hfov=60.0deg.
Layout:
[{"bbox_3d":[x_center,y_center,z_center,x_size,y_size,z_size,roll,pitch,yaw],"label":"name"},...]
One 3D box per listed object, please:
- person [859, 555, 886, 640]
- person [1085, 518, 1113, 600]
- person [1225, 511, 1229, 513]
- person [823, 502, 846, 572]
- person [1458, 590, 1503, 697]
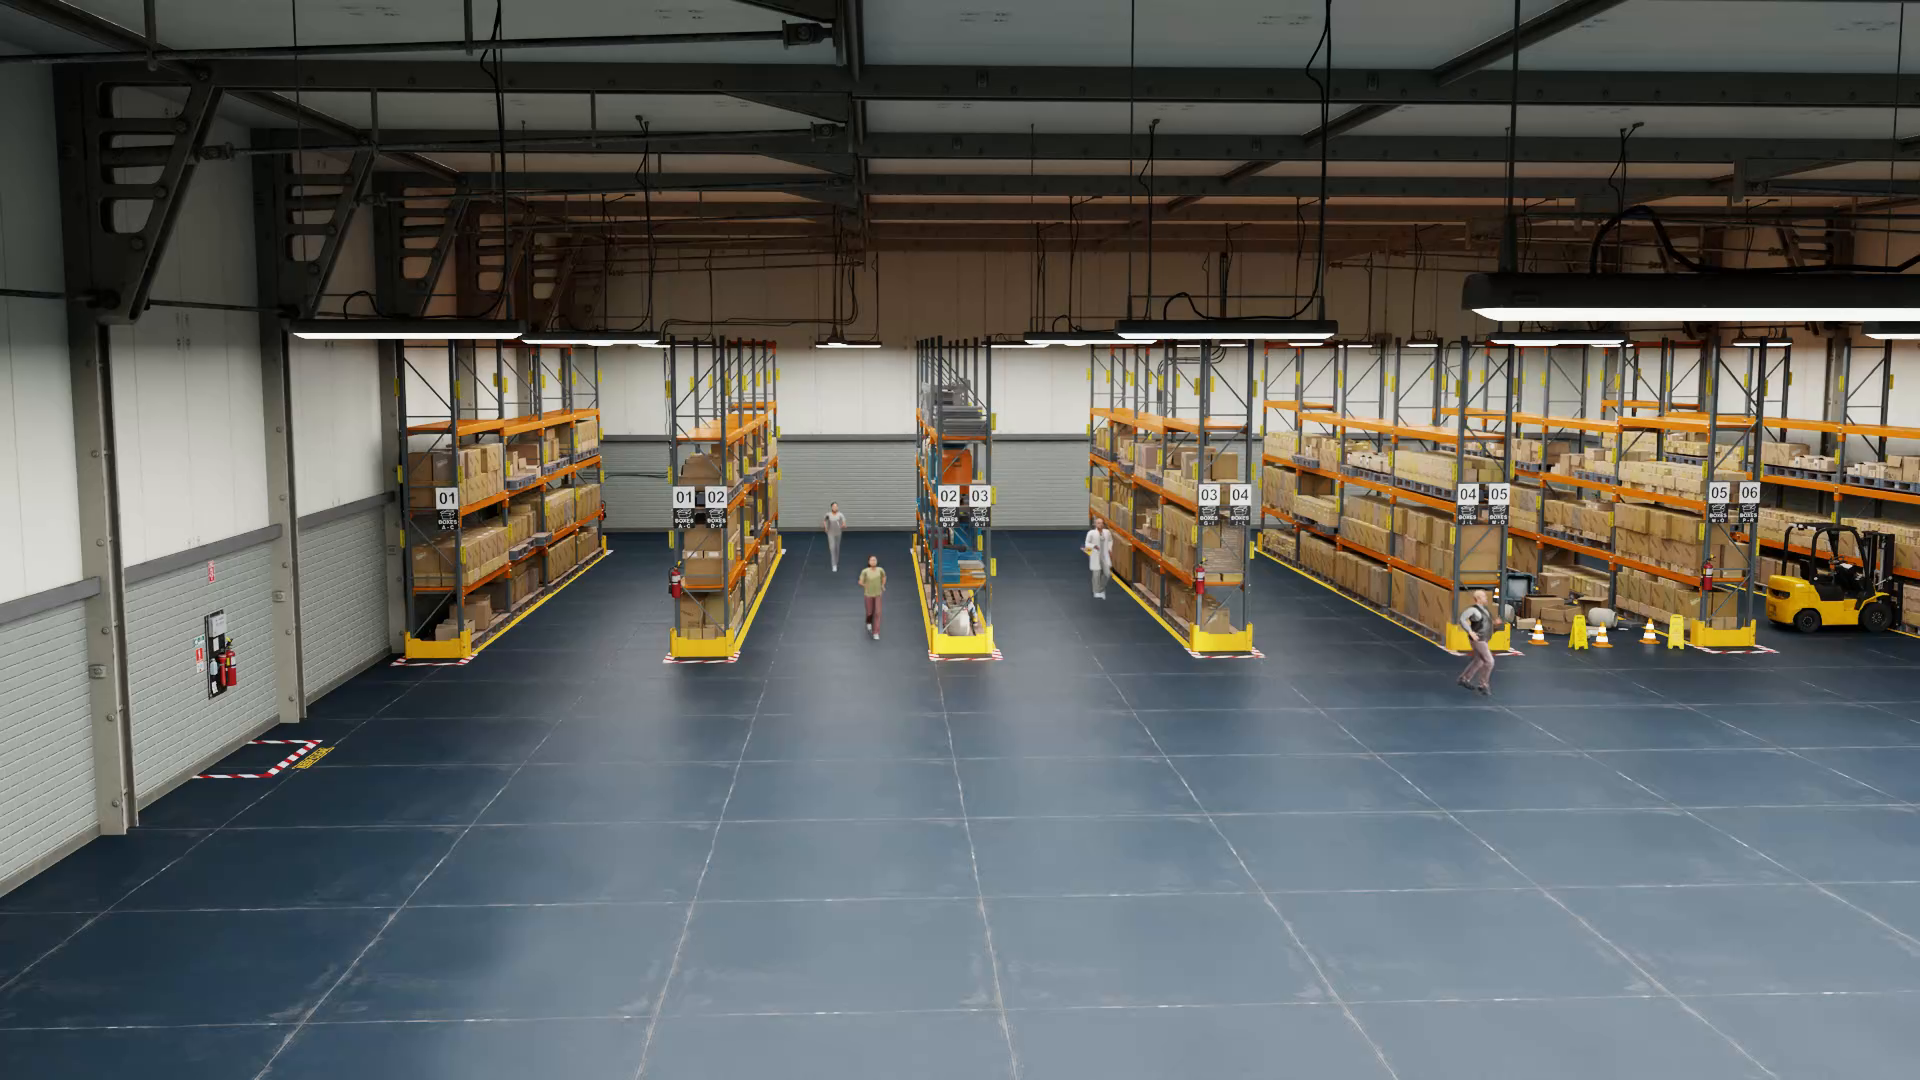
[{"bbox_3d":[-1.735,1.120,33.218,0.578,1.663,0.935,-1,7,-11],"label":"person"},{"bbox_3d":[3.097,0.431,36.546,0.679,1.810,0.688,-1,7,-11],"label":"person"},{"bbox_3d":[7.413,-0.554,47.927,0.700,1.704,0.584,5,8,40],"label":"person"},{"bbox_3d":[-3.111,-0.101,41.346,0.567,1.687,0.850,-1,7,-9],"label":"person"},{"bbox_3d":[8.674,1.727,27.747,0.724,1.781,0.639,5,8,35],"label":"person"}]
